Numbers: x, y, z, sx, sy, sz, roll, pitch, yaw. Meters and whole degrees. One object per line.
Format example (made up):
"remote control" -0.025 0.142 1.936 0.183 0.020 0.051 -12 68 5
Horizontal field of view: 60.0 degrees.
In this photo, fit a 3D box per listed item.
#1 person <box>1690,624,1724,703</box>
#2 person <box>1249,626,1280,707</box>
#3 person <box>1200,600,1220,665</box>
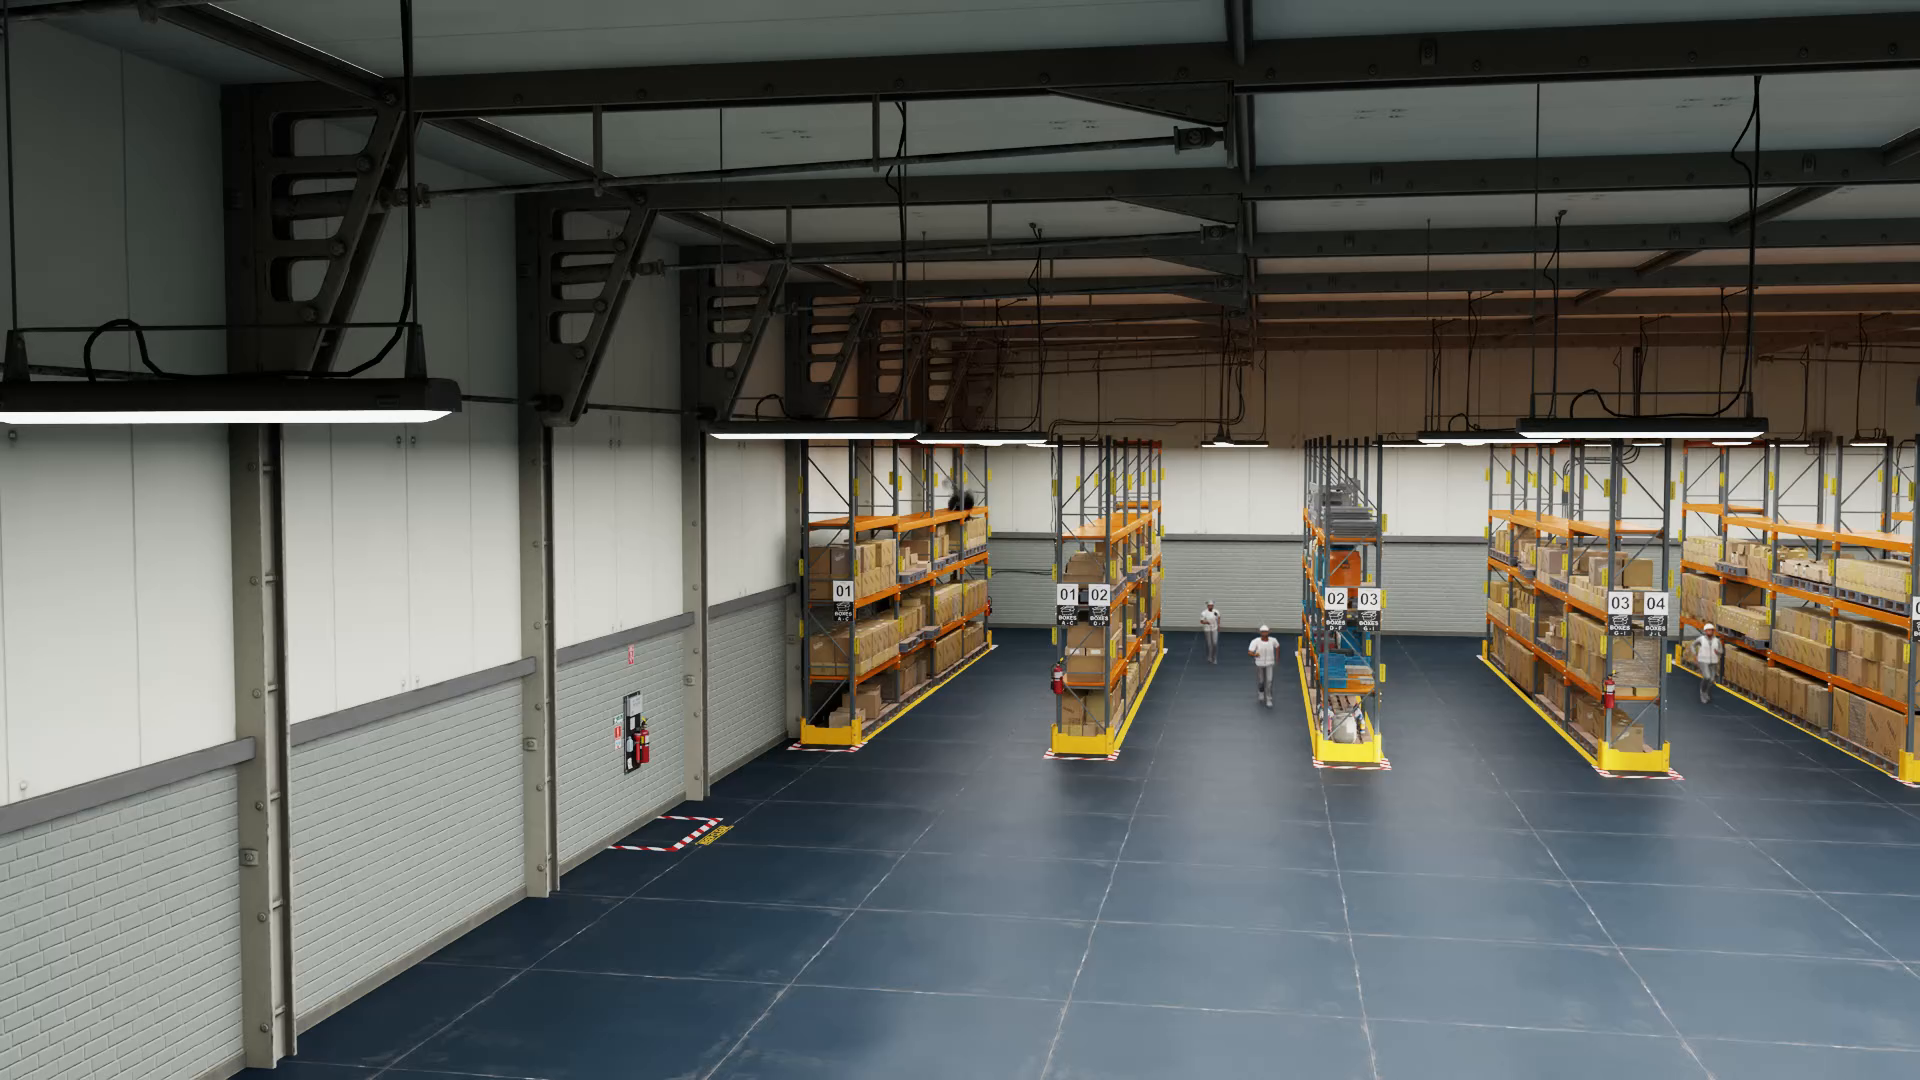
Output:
"person" 16.978 2.803 37.736 0.625 1.811 0.730 0 3 3
"person" 6.813 2.791 37.231 0.701 1.758 0.991 0 3 7
"person" 6.729 2.474 44.718 0.538 1.756 0.790 0 3 6
